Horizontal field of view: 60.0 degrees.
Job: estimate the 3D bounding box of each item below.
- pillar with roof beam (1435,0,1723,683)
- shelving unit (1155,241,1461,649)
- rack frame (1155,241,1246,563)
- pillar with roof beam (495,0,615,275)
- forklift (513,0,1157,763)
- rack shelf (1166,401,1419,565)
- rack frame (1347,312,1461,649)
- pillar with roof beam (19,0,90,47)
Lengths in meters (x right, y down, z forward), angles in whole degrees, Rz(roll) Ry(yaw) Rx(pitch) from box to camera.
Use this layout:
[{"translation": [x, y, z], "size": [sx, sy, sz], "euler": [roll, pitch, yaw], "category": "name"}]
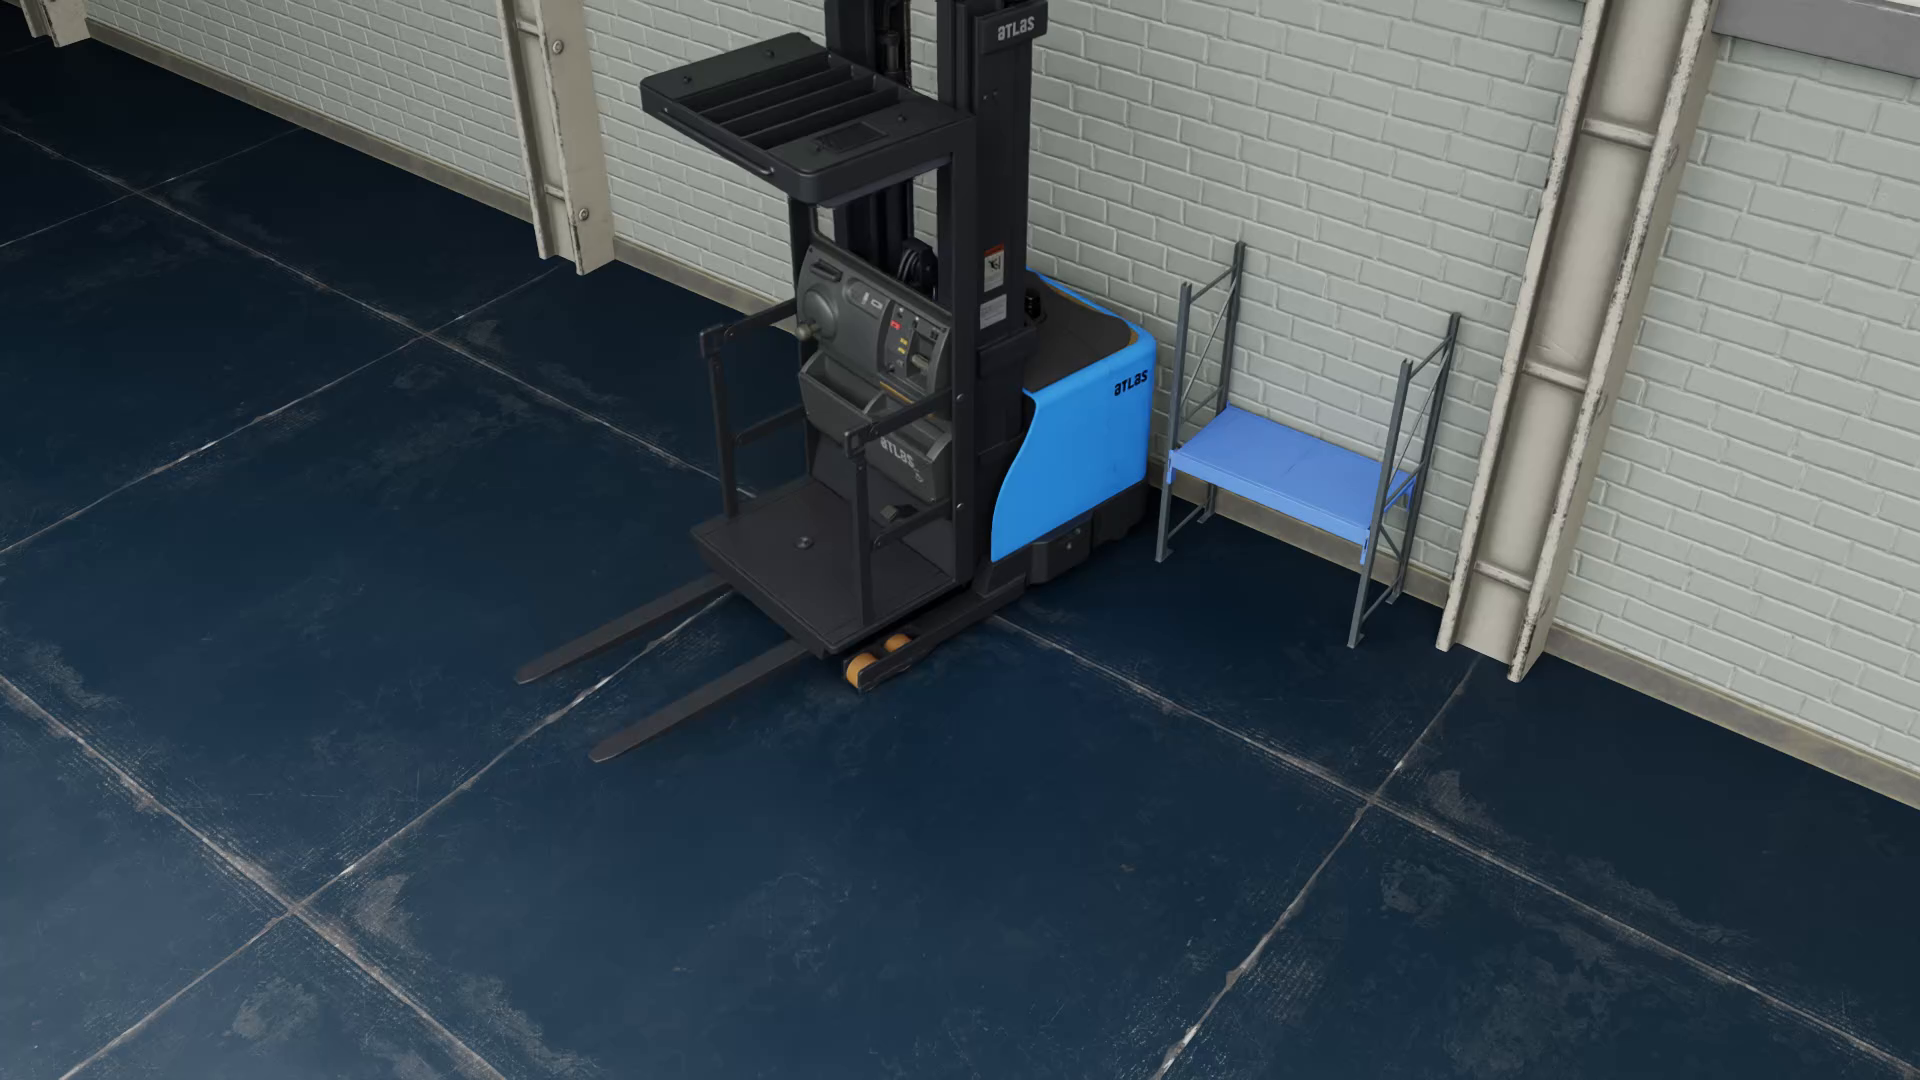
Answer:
[{"translation": [-0.224, -0.954, 2.030], "size": [0.400, 9.000, 9.100], "euler": [25, 45, 29], "category": "pillar with roof beam"}, {"translation": [1.505, -0.418, 7.428], "size": [1.048, 1.500, 0.538], "euler": [25, 45, 29], "category": "shelving unit"}, {"translation": [1.101, -0.608, 7.671], "size": [0.032, 1.500, 0.500], "euler": [25, 45, 29], "category": "rack frame"}, {"translation": [-4.990, -3.202, 4.900], "size": [0.400, 9.000, 9.100], "euler": [25, 45, 29], "category": "pillar with roof beam"}, {"translation": [-0.528, -0.861, 6.832], "size": [3.031, 2.935, 1.130], "euler": [-28, 46, -31], "category": "forklift"}, {"translation": [1.505, -0.277, 7.539], "size": [1.000, 0.185, 0.538], "euler": [25, 45, 29], "category": "rack shelf"}, {"translation": [1.909, -0.228, 7.185], "size": [0.032, 1.500, 0.500], "euler": [25, 45, 29], "category": "rack frame"}, {"translation": [-9.756, -5.449, 7.770], "size": [0.400, 9.000, 9.100], "euler": [25, 45, 29], "category": "pillar with roof beam"}]
